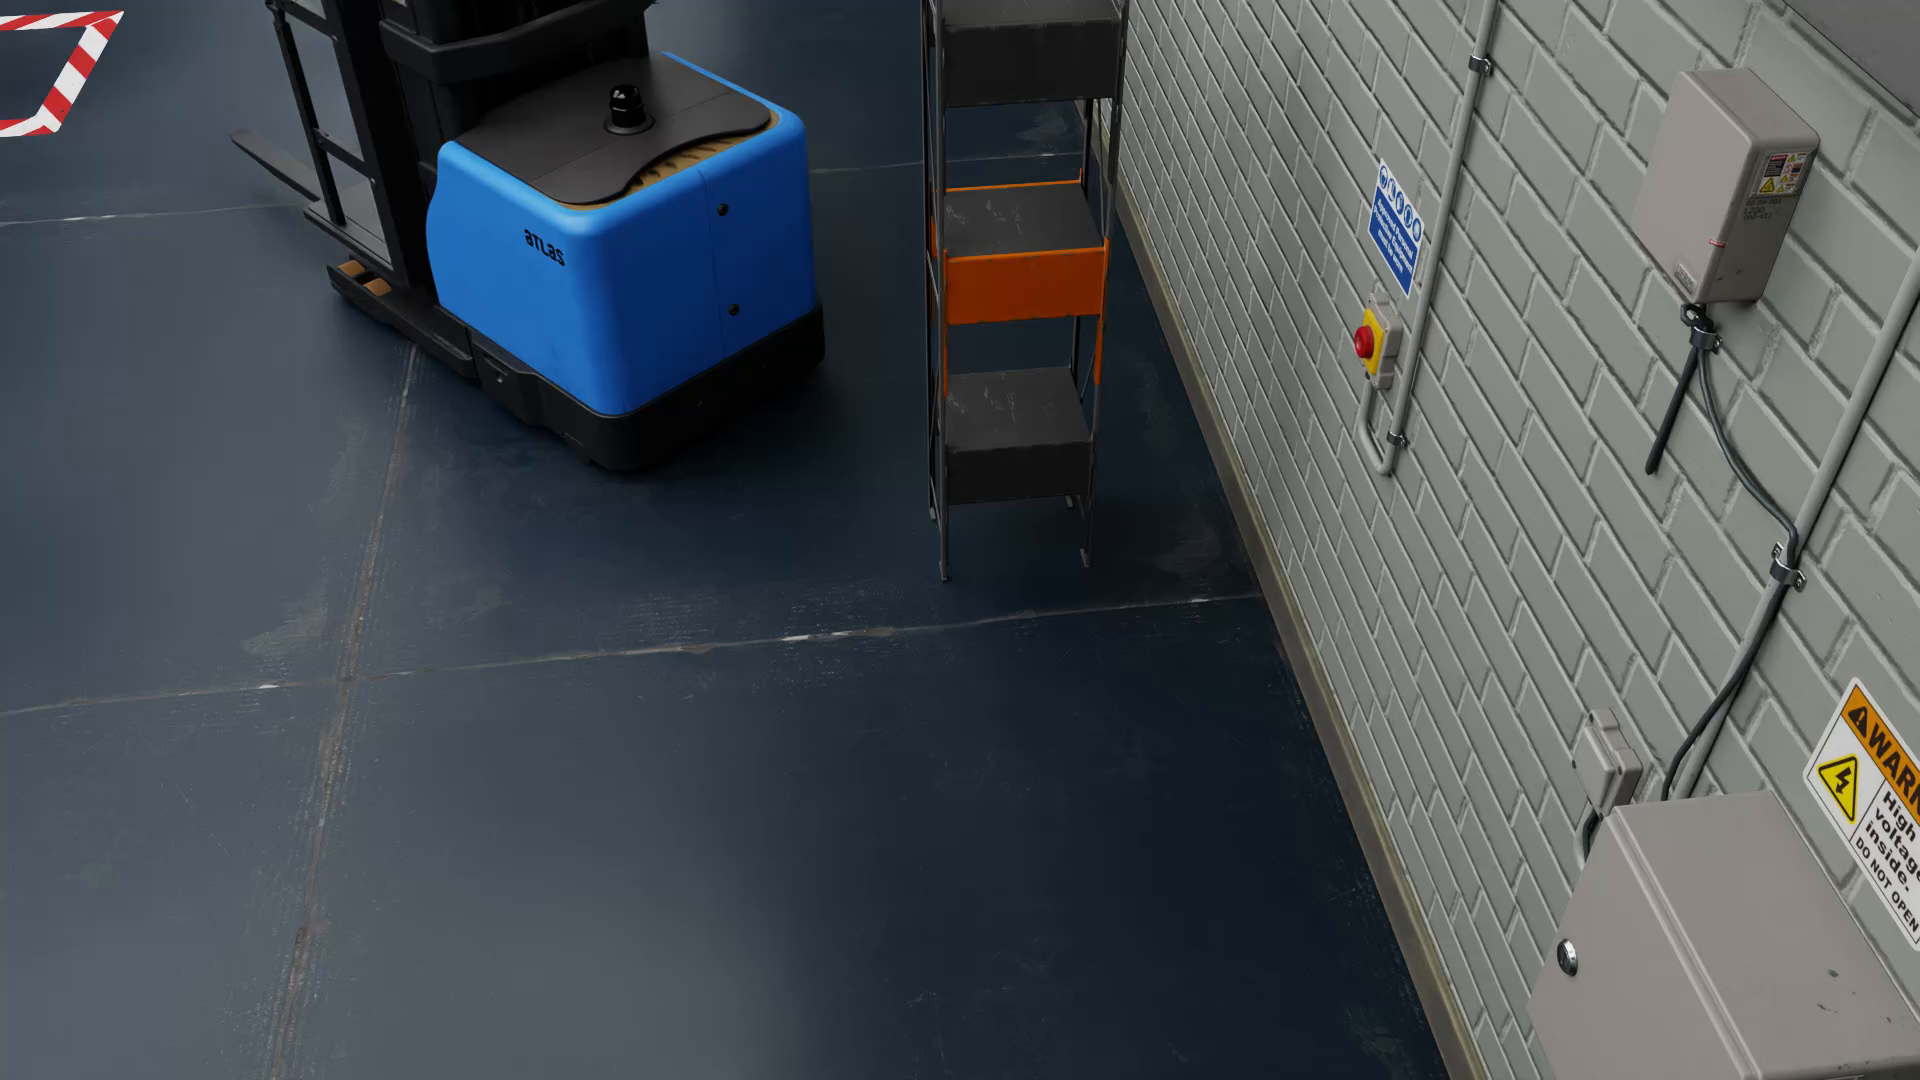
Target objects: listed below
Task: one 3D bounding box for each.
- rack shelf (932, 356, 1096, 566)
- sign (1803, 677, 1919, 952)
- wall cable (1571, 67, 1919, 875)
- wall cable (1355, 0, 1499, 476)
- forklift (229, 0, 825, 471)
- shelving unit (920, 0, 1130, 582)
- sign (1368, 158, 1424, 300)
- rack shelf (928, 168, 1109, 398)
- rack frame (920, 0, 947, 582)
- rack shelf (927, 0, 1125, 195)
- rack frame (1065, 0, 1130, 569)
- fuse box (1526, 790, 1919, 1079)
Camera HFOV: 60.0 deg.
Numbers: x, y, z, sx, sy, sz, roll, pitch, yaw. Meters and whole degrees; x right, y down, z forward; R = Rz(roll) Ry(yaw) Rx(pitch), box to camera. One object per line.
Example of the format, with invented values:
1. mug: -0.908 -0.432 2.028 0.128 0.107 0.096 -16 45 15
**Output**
1. rack shelf: 0.164 -0.264 5.541 0.480 0.518 0.431 -5 42 -6
2. sign: 1.364 0.400 2.450 0.001 0.242 0.339 -5 42 -6
3. wall cable: 1.233 -0.083 2.844 0.122 1.984 0.588 -5 42 -6
4. wall cable: 1.038 -1.035 3.876 0.123 1.953 0.585 -5 42 -6
5. forklift: -1.938 -2.203 6.004 3.031 2.935 1.130 32 51 31
6. shelving unit: 0.164 -0.794 5.063 0.503 2.100 0.431 -5 42 -6
7. sign: 1.092 -0.784 4.178 0.001 0.218 0.327 -5 42 -6
8. rack shelf: 0.164 -0.784 5.072 0.480 0.518 0.431 -5 42 -6
9. rack frame: -0.078 -0.773 5.039 0.015 2.100 0.400 -5 42 -6
10. rack shelf: 0.164 -1.304 4.603 0.480 0.518 0.431 -5 42 -6
11. rack frame: 0.406 -0.815 5.086 0.015 2.100 0.400 -5 42 -6
12. fuse box: 1.166 1.240 3.098 0.414 1.711 0.539 -5 42 -6
